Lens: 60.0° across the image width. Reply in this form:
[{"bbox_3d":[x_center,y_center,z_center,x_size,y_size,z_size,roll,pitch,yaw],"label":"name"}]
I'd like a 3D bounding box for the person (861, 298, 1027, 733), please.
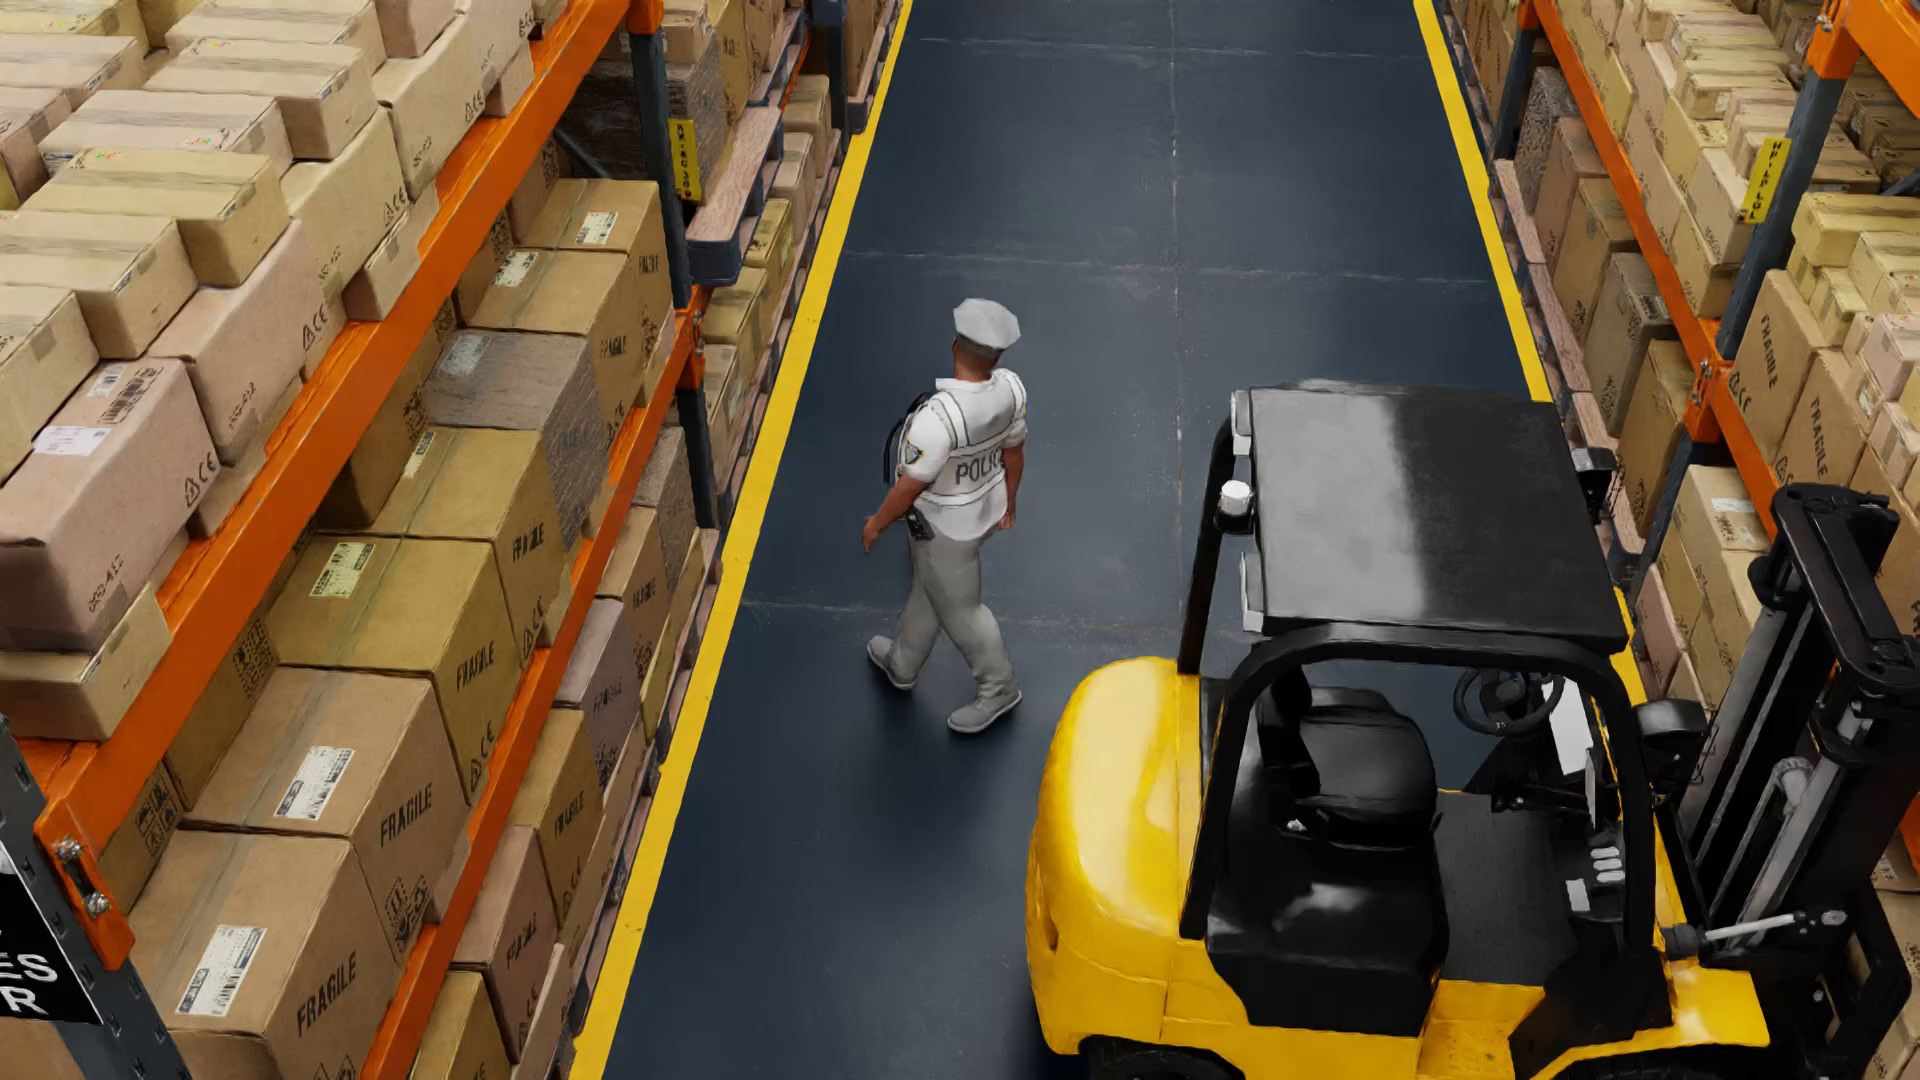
[{"bbox_3d":[-0.055,-0.100,6.291,0.725,1.723,0.580,19,43,21],"label":"person"}]
